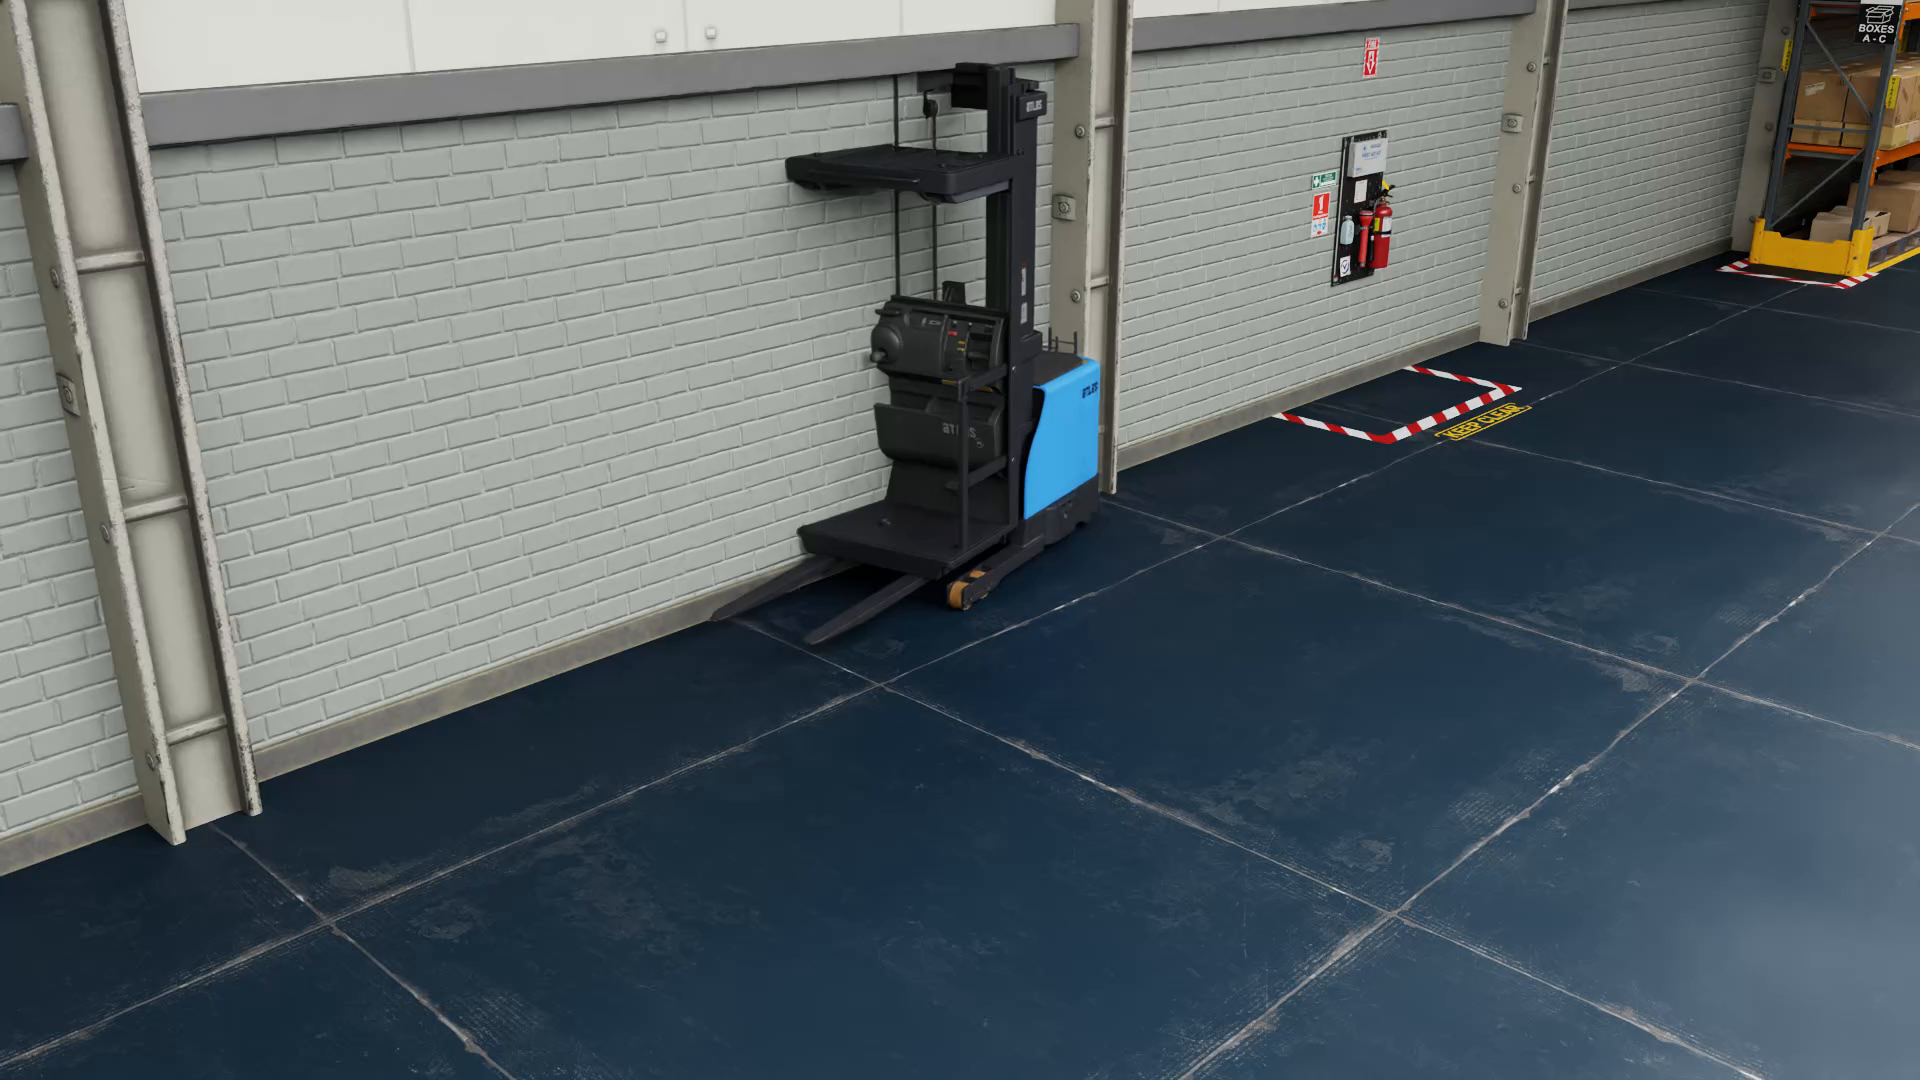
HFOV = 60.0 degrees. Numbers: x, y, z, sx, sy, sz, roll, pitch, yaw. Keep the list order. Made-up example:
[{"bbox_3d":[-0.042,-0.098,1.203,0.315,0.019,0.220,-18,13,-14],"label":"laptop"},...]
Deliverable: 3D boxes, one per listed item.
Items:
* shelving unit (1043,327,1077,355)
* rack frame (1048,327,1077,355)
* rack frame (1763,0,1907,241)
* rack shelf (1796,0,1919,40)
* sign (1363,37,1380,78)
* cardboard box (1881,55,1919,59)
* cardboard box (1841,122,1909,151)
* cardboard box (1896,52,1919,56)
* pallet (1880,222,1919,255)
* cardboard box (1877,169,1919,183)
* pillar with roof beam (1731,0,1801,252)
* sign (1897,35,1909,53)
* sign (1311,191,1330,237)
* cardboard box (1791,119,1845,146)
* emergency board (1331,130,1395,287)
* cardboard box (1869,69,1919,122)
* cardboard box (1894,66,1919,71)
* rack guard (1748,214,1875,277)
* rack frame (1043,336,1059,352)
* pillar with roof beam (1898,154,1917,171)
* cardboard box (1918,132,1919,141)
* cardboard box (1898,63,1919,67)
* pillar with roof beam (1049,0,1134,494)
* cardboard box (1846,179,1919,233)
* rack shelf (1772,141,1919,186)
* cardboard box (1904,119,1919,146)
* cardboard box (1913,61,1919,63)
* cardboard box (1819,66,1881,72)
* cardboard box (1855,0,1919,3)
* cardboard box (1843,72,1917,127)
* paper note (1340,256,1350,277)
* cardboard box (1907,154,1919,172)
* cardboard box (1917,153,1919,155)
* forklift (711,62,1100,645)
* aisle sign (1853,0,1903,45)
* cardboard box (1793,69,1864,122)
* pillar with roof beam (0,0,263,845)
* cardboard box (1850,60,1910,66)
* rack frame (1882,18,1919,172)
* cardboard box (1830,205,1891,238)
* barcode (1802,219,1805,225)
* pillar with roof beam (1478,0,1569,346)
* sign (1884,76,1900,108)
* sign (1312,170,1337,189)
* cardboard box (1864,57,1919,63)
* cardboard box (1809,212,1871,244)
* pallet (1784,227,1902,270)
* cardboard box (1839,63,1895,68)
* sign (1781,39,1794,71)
[{"bbox_3d":[0.626,-0.785,10.986,0.258,1.200,0.189,16,26,42],"label":"shelving unit"},{"bbox_3d":[0.690,-0.808,11.048,0.240,1.200,0.006,16,26,42],"label":"rack frame"},{"bbox_3d":[9.332,-4.405,17.854,1.000,3.000,0.127,19,28,41],"label":"rack frame"},{"bbox_3d":[10.728,-5.983,18.782,1.077,0.370,4.000,19,28,41],"label":"rack shelf"},{"bbox_3d":[3.187,-3.738,12.888,0.001,0.298,0.199,19,28,41],"label":"sign"},{"bbox_3d":[11.282,-5.522,19.896,0.500,0.500,0.500,19,28,40],"label":"cardboard box"},{"bbox_3d":[9.900,-4.390,17.997,0.500,0.250,0.500,18,28,39],"label":"cardboard box"},{"bbox_3d":[11.645,-5.654,20.240,0.500,0.500,0.500,18,28,39],"label":"cardboard box"},{"bbox_3d":[10.829,-3.635,19.737,1.003,0.211,1.213,19,28,41],"label":"pallet"},{"bbox_3d":[11.427,-4.195,20.178,0.500,0.500,0.500,17,27,37],"label":"cardboard box"},{"bbox_3d":[12.285,-6.524,15.006,9.100,9.000,0.400,19,28,41],"label":"pillar with roof beam"},{"bbox_3d":[11.723,-6.112,20.680,0.100,0.325,0.005,19,28,41],"label":"sign"},{"bbox_3d":[2.804,-2.534,12.936,0.001,0.329,0.234,19,28,41],"label":"sign"},{"bbox_3d":[9.520,-4.513,18.316,0.500,0.250,0.500,-20,28,-41],"label":"cardboard box"},{"bbox_3d":[3.264,-2.633,13.245,0.194,1.169,0.643,19,28,41],"label":"emergency board"},{"bbox_3d":[10.233,-4.866,18.190,0.500,0.500,0.500,19,28,41],"label":"cardboard box"},{"bbox_3d":[10.598,-4.998,18.532,0.500,0.500,0.500,18,27,39],"label":"cardboard box"},{"bbox_3d":[9.385,-3.258,18.353,1.175,0.500,0.348,19,28,41],"label":"rack guard"},{"bbox_3d":[0.563,-0.761,10.925,0.240,1.200,0.006,16,26,42],"label":"rack frame"},{"bbox_3d":[16.471,-8.066,19.018,9.100,9.000,0.400,19,28,41],"label":"pillar with roof beam"},{"bbox_3d":[10.612,-4.657,18.690,0.500,0.250,0.500,19,28,40],"label":"cardboard box"},{"bbox_3d":[10.949,-5.133,18.885,0.500,0.500,0.500,-19,28,-40],"label":"cardboard box"},{"bbox_3d":[3.914,-3.439,6.980,9.100,9.000,0.400,19,28,41],"label":"pillar with roof beam"},{"bbox_3d":[10.825,-3.921,19.467,0.700,0.500,0.500,17,27,37],"label":"cardboard box"},{"bbox_3d":[10.728,-4.583,19.321,1.077,0.370,4.000,19,28,41],"label":"rack shelf"},{"bbox_3d":[10.252,-4.527,18.353,0.500,0.250,0.500,18,28,39],"label":"cardboard box"},{"bbox_3d":[11.312,-5.267,19.233,0.500,0.500,0.500,18,28,39],"label":"cardboard box"},{"bbox_3d":[9.867,-4.996,18.527,0.500,0.500,0.500,-20,29,-41],"label":"cardboard box"},{"bbox_3d":[9.745,-5.884,17.355,0.500,0.500,0.500,-19,28,-41],"label":"cardboard box"},{"bbox_3d":[9.881,-4.742,17.866,0.500,0.500,0.500,19,28,41],"label":"cardboard box"},{"bbox_3d":[3.091,-2.194,13.329,0.016,0.148,0.142,19,28,41],"label":"paper note"},{"bbox_3d":[12.624,-4.665,21.402,0.500,0.500,0.700,-19,28,-40],"label":"cardboard box"},{"bbox_3d":[12.949,-4.810,21.780,0.700,0.500,0.500,19,28,40],"label":"cardboard box"},{"bbox_3d":[-0.275,-1.154,9.491,1.130,2.935,3.031,12,24,28],"label":"forklift"},{"bbox_3d":[9.497,-5.525,17.144,0.394,0.787,0.004,19,28,41],"label":"aisle sign"},{"bbox_3d":[9.509,-4.869,18.196,0.500,0.500,0.500,19,28,40],"label":"cardboard box"},{"bbox_3d":[-0.271,-1.897,2.968,9.100,9.000,0.400,19,28,41],"label":"pillar with roof beam"},{"bbox_3d":[10.576,-5.259,19.212,0.500,0.500,0.500,-20,29,-41],"label":"cardboard box"},{"bbox_3d":[12.123,-5.433,20.529,1.000,3.000,0.127,19,28,41],"label":"rack frame"},{"bbox_3d":[10.277,-3.657,19.043,0.500,0.311,0.500,-17,27,-38],"label":"cardboard box"},{"bbox_3d":[9.606,-3.620,18.932,0.001,0.075,0.075,19,28,41],"label":"barcode"},{"bbox_3d":[8.100,-4.982,10.993,9.100,9.000,0.400,19,28,41],"label":"pillar with roof beam"},{"bbox_3d":[9.721,-4.673,17.345,0.100,0.325,0.005,19,28,41],"label":"sign"},{"bbox_3d":[2.814,-2.780,12.838,0.001,0.109,0.331,19,28,41],"label":"sign"},{"bbox_3d":[10.930,-5.395,19.566,0.500,0.500,0.500,-19,28,-41],"label":"cardboard box"},{"bbox_3d":[9.880,-3.511,18.662,0.500,0.311,0.500,15,26,35],"label":"cardboard box"},{"bbox_3d":[9.978,-3.323,18.925,1.003,0.211,1.213,19,28,41],"label":"pallet"},{"bbox_3d":[10.225,-5.130,18.875,0.500,0.500,0.500,18,28,39],"label":"cardboard box"},{"bbox_3d":[8.949,-5.237,17.964,0.100,0.325,0.005,19,28,41],"label":"sign"}]
